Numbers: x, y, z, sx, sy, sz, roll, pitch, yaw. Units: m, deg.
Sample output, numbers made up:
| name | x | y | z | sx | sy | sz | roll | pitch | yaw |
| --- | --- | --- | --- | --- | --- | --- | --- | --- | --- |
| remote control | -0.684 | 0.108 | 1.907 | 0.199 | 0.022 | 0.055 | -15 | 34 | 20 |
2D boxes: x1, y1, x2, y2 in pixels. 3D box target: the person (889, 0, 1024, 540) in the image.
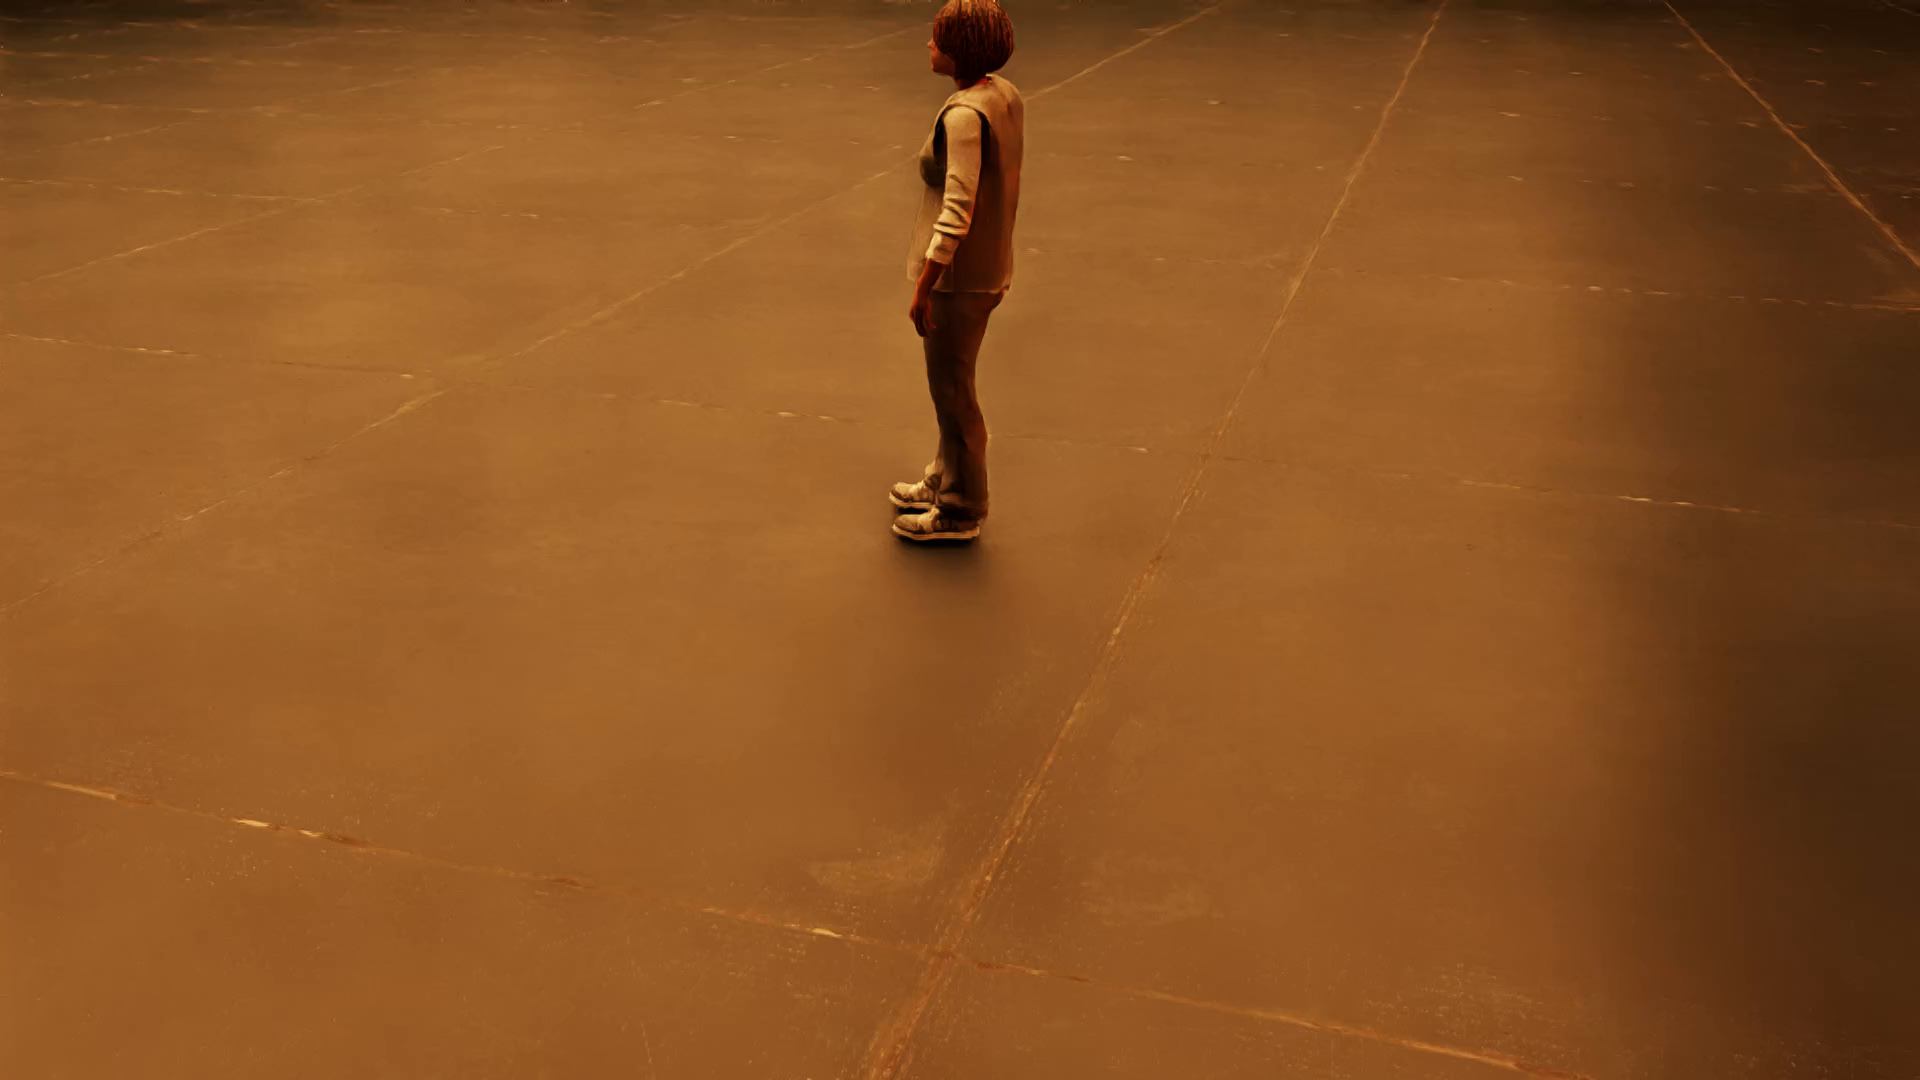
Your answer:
| name | x | y | z | sx | sy | sz | roll | pitch | yaw |
| --- | --- | --- | --- | --- | --- | --- | --- | --- | --- |
| person | -0.067 | -0.758 | 4.846 | 0.474 | 1.597 | 0.521 | 7 | 23 | 16 |
